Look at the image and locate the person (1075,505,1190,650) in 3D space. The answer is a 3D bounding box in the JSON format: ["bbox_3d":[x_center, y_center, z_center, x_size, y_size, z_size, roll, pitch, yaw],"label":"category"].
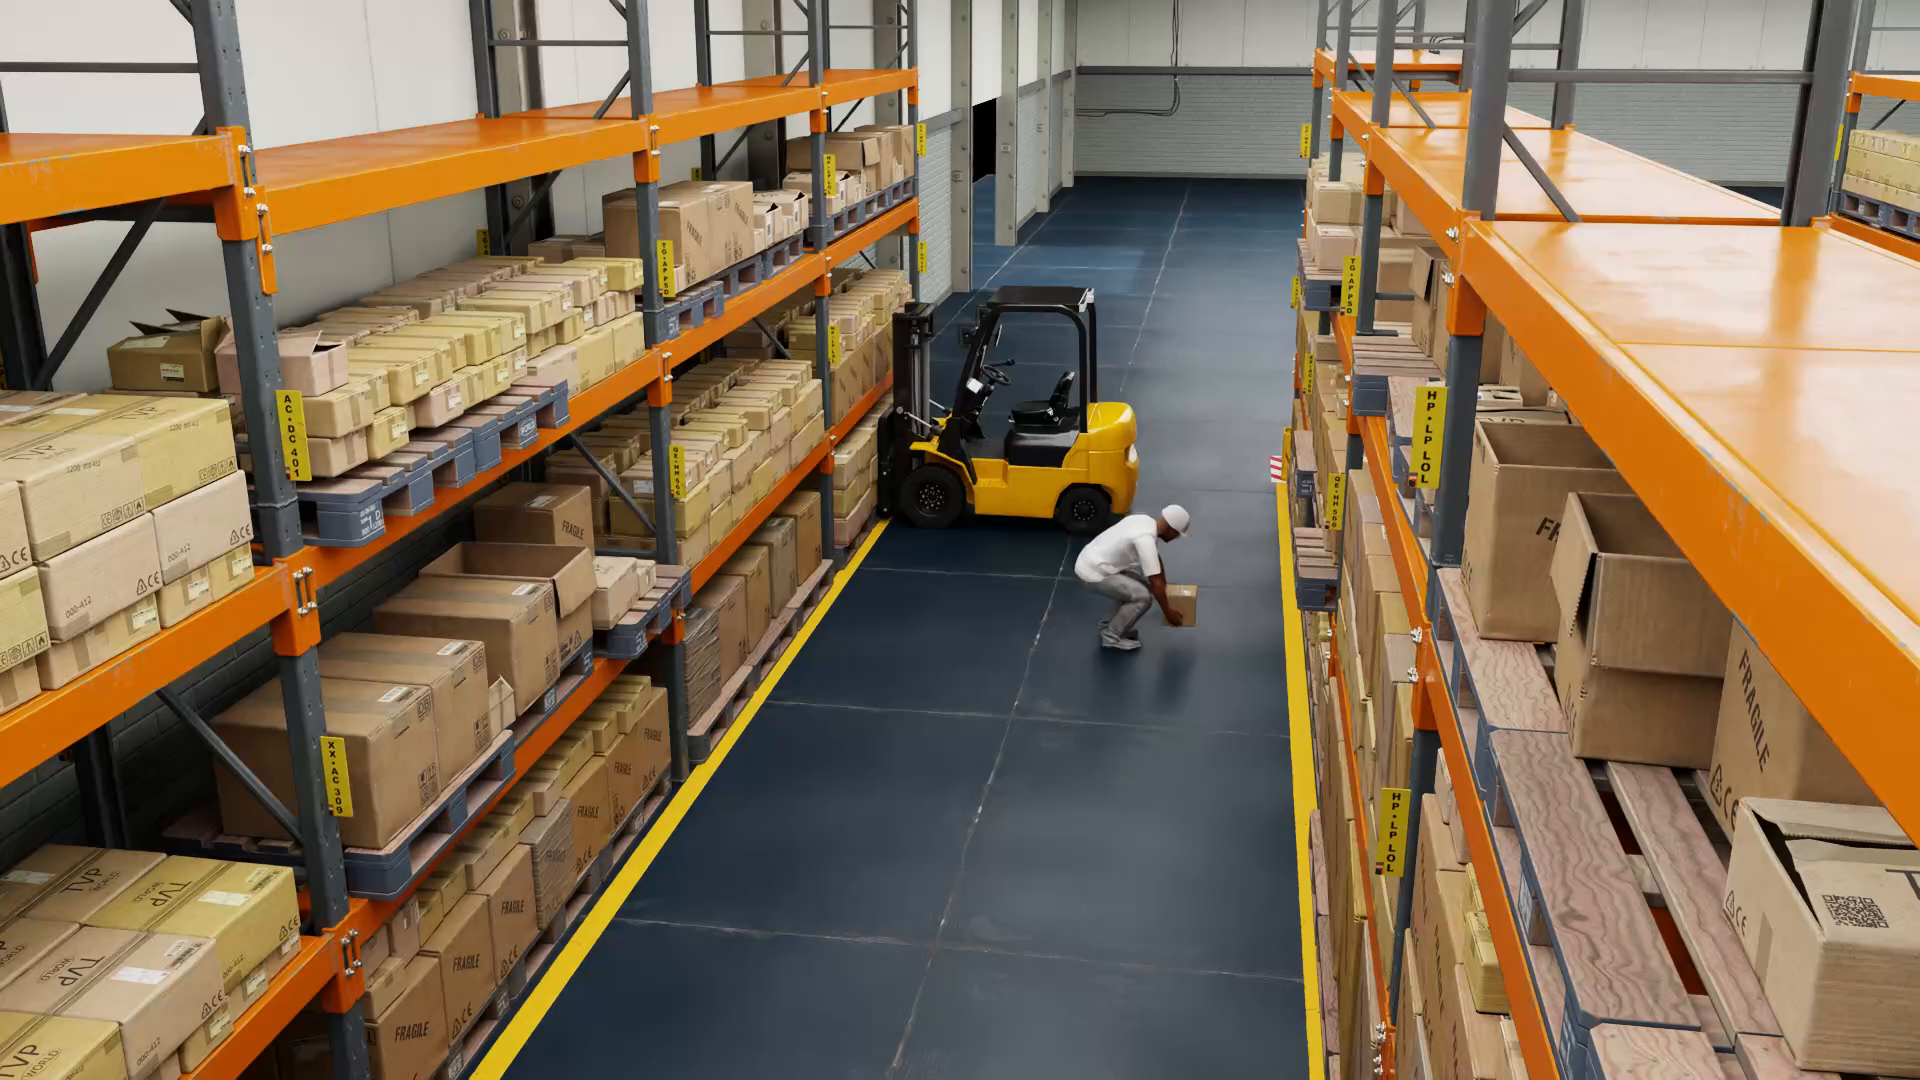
[{"bbox_3d":[1.317,0.254,12.800,0.860,1.111,0.603,3,18,9],"label":"person"}]
